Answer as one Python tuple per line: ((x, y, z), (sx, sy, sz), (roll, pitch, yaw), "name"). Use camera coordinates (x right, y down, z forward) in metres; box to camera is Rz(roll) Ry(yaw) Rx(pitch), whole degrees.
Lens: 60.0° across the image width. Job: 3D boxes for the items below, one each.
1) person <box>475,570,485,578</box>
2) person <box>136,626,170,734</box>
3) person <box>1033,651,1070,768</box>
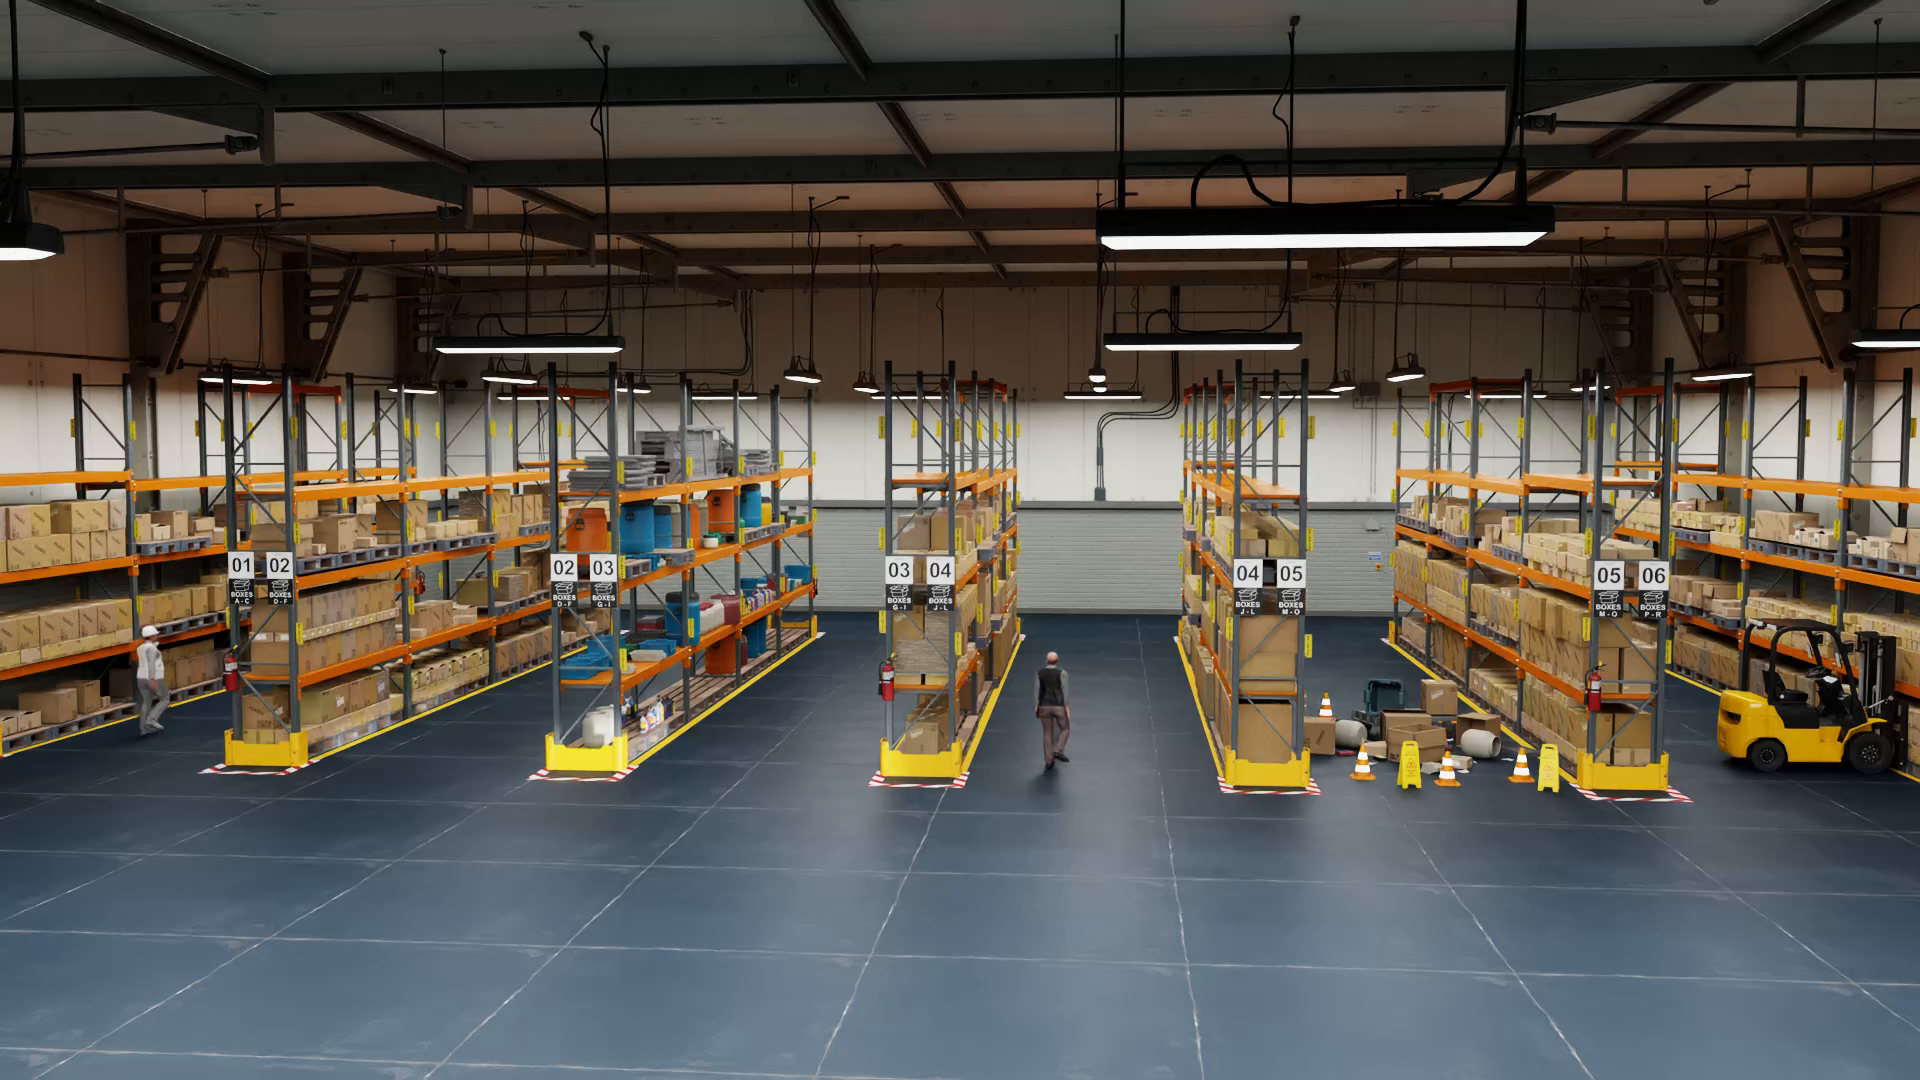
((-11.420, 1.568, 39.668), (0.615, 1.681, 0.519), (-3, 5, -41), "person")
((-13.387, 2.303, 27.482), (0.567, 1.761, 0.465), (1, 4, 18), "person")
((1.366, 2.511, 24.739), (0.568, 1.711, 0.478), (1, 4, 17), "person")
